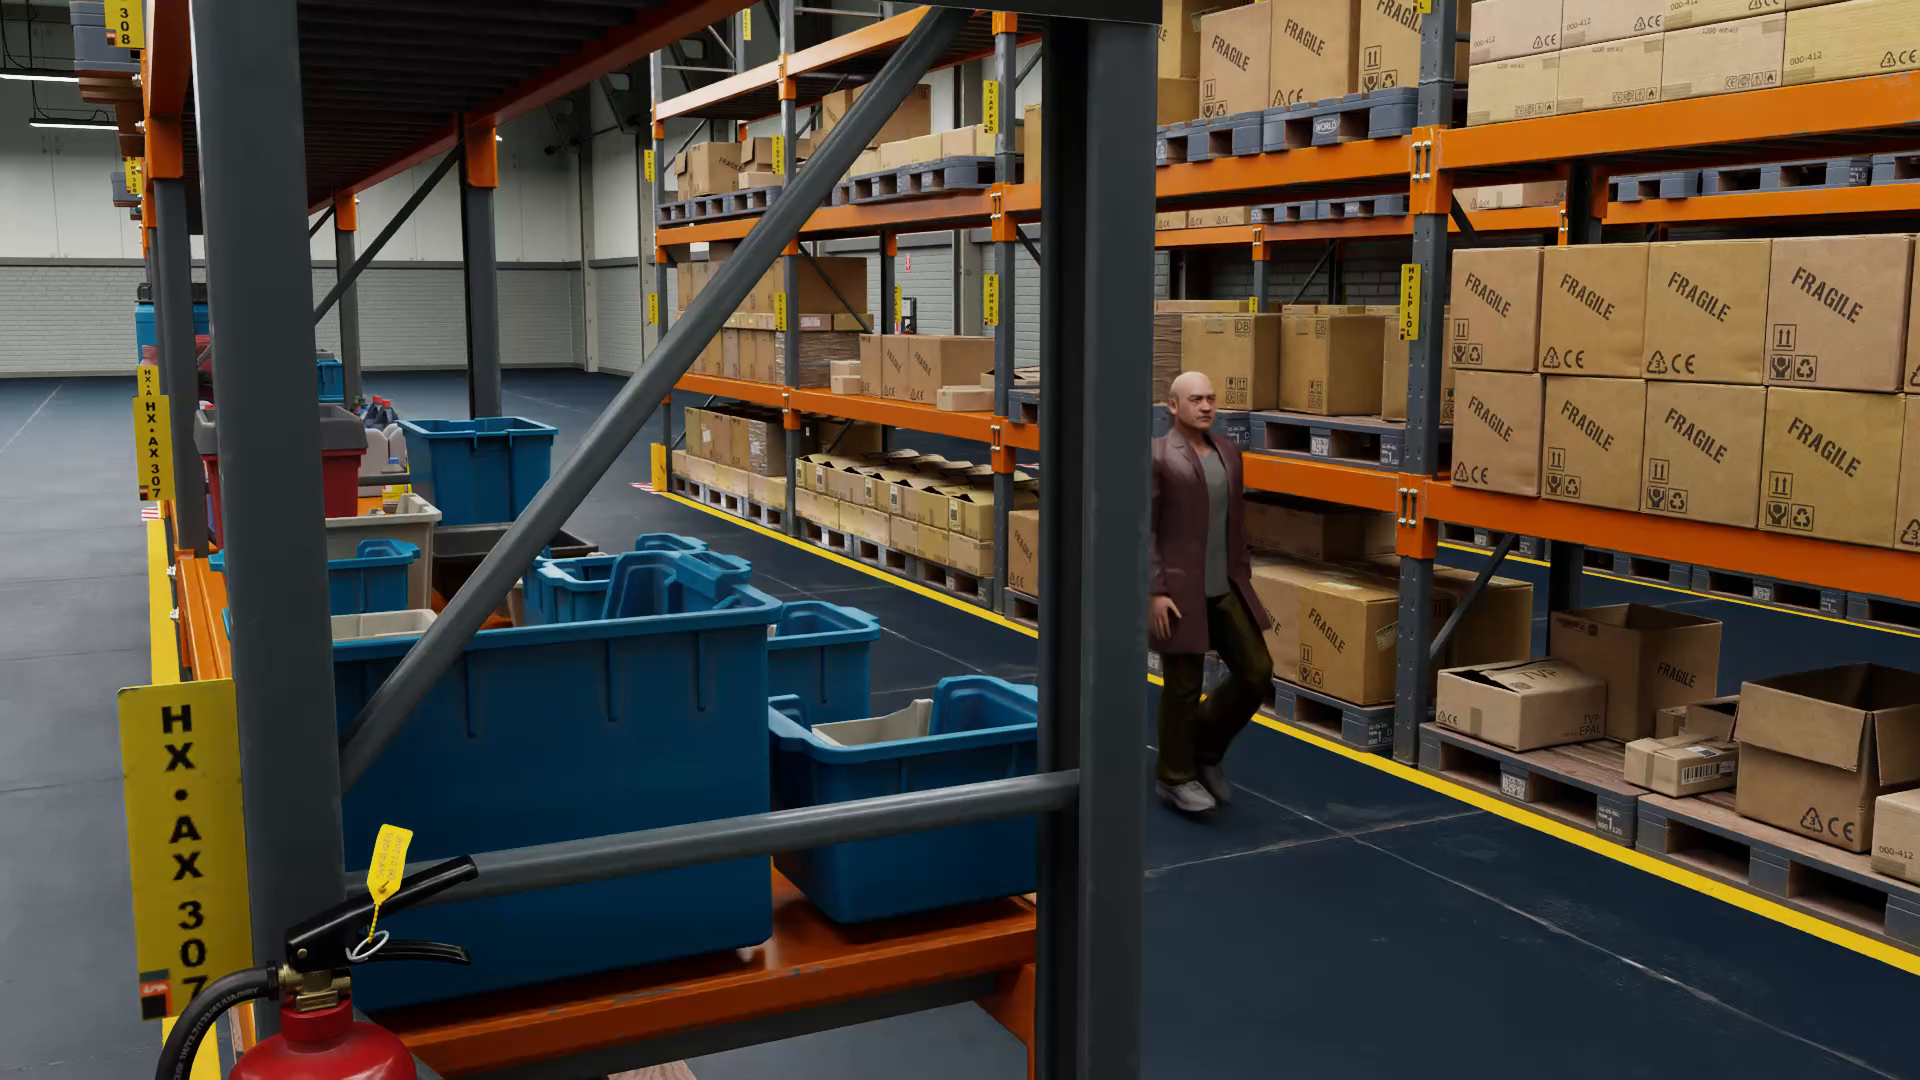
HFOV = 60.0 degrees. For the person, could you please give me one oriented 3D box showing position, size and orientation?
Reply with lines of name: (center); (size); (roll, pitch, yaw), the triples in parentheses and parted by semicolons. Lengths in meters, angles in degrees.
person: (0.976, 0.225, 6.713); (0.616, 1.798, 0.476); (-4, 9, -27)
